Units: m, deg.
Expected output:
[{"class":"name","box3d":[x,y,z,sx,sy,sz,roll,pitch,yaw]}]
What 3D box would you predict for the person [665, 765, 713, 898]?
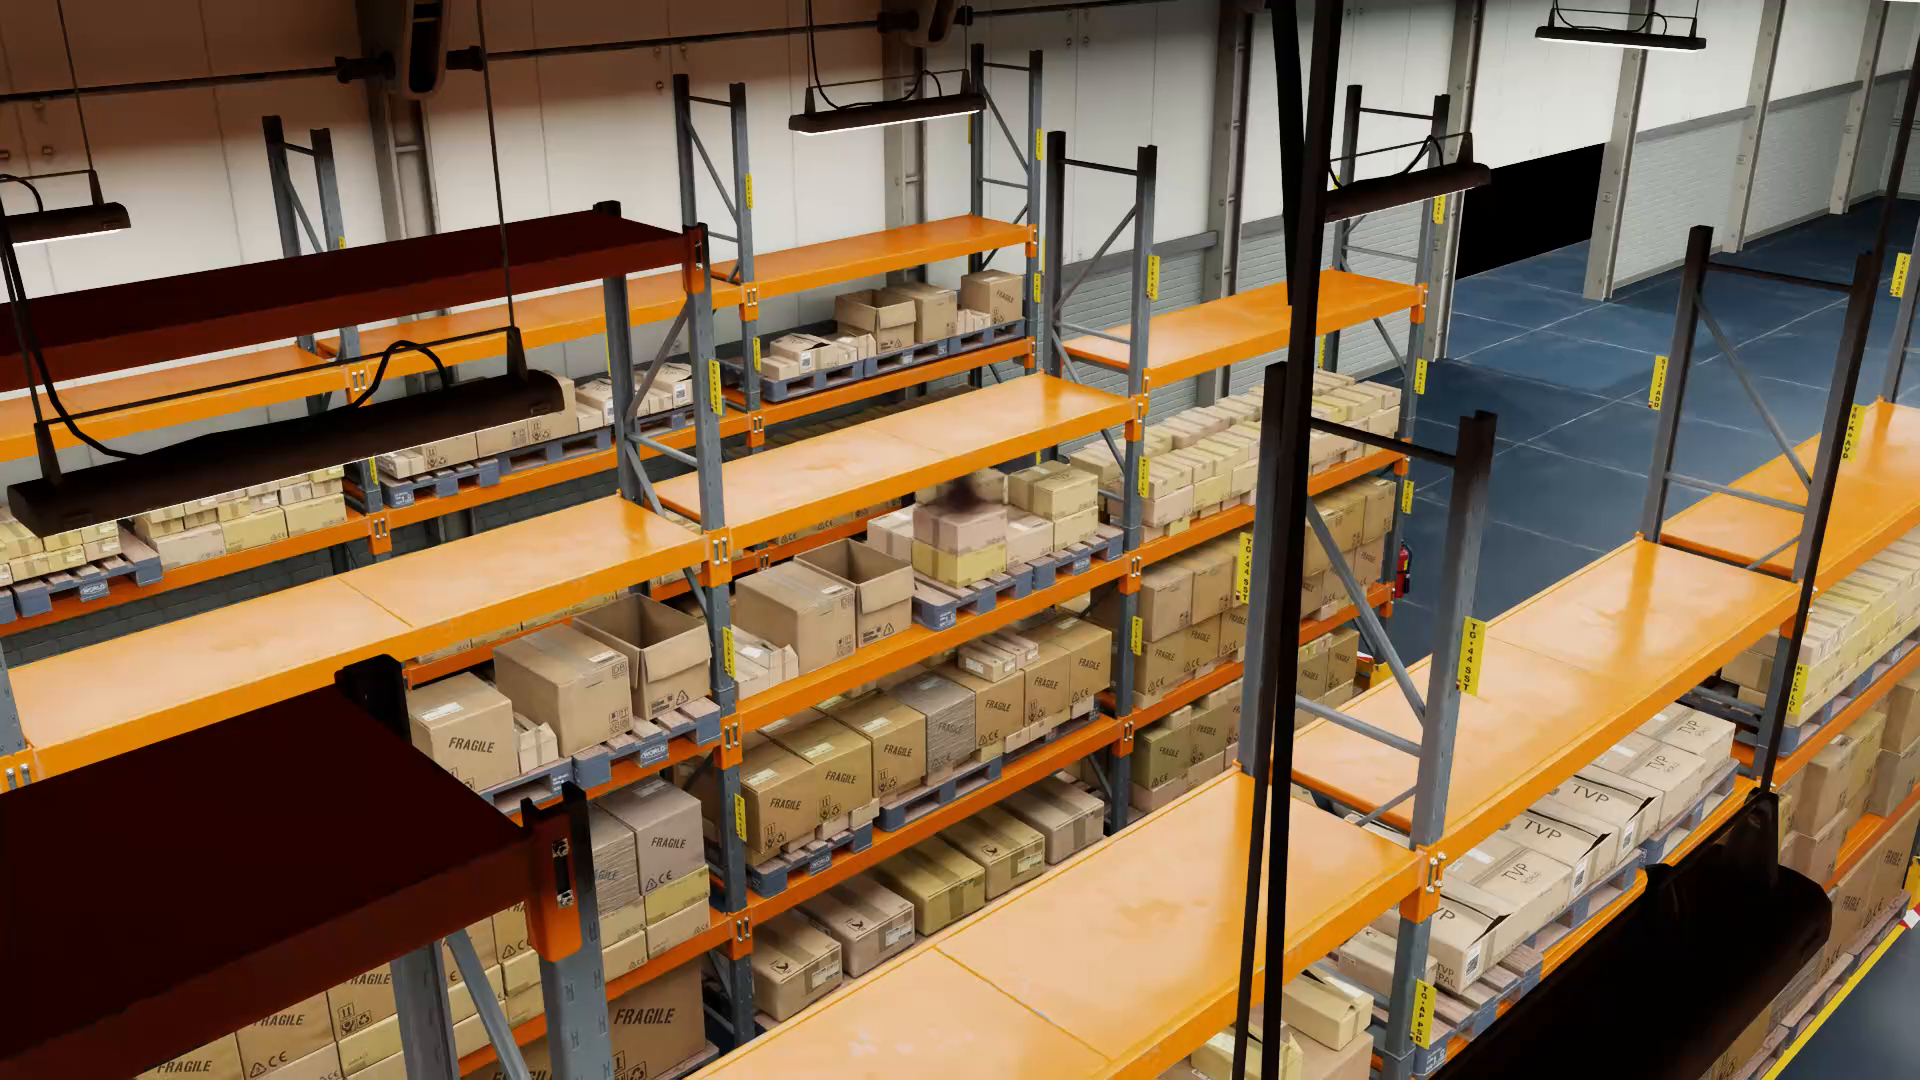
[{"class":"person","box3d":[-2.076,2.071,13.502,0.585,1.791,0.431,-10,24,-22]}]
